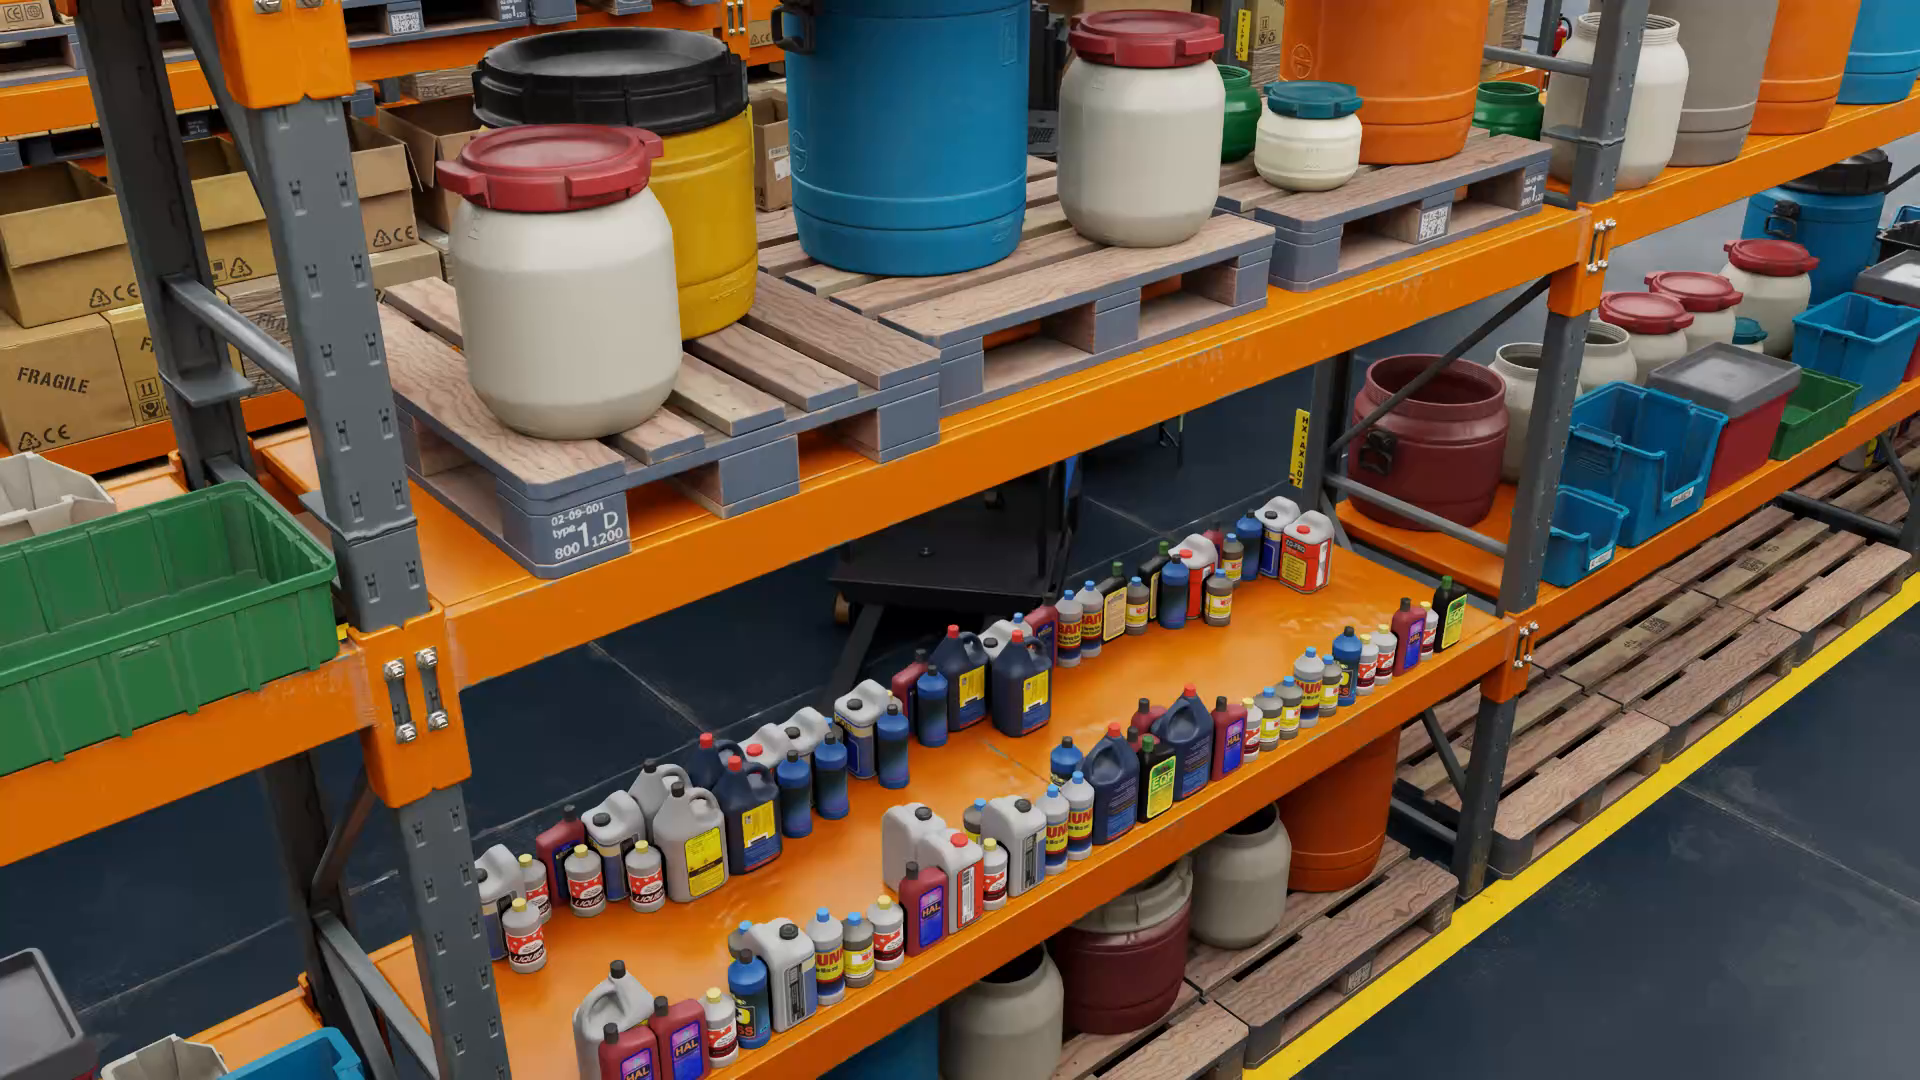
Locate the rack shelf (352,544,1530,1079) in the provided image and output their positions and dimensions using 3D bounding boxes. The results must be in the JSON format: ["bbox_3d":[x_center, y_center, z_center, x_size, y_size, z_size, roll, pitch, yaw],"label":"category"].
[{"bbox_3d":[0.193,0.843,5.254,4.000,0.370,1.077,-22,35,-35],"label":"rack shelf"}]

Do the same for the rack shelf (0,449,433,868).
[{"bbox_3d":[-2.850,0.743,2.258,4.000,0.370,1.077,-22,35,-35],"label":"rack shelf"}]

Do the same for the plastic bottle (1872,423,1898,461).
[{"bbox_3d":[5.322,-0.617,9.644,0.135,0.276,0.152,-22,35,-35],"label":"plastic bottle"}]

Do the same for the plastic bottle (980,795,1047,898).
[{"bbox_3d":[0.152,0.833,4.641,0.135,0.276,0.152,-22,35,-35],"label":"plastic bottle"}]

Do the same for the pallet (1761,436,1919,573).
[{"bbox_3d":[5.296,-0.271,9.533,1.213,0.211,1.003,-22,35,-35],"label":"pallet"}]

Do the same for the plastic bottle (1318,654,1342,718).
[{"bbox_3d":[1.187,0.466,5.406,0.097,0.201,0.097,0,28,0],"label":"plastic bottle"}]

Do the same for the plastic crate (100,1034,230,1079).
[{"bbox_3d":[-1.775,1.318,3.817,0.243,0.136,0.396,-22,35,-35],"label":"plastic crate"}]

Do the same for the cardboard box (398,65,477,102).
[{"bbox_3d":[-4.126,-3.757,12.991,0.500,0.500,0.500,-21,35,-34],"label":"cardboard box"}]

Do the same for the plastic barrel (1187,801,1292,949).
[{"bbox_3d":[0.982,1.186,6.042,0.421,0.512,0.421,0,28,0],"label":"plastic barrel"}]

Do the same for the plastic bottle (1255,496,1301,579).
[{"bbox_3d":[1.176,-0.015,6.228,0.135,0.276,0.152,-22,35,-35],"label":"plastic bottle"}]

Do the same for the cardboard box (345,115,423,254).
[{"bbox_3d":[-3.070,-1.725,8.126,0.637,0.503,0.797,-21,34,-33],"label":"cardboard box"}]

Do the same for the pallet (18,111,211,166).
[{"bbox_3d":[-6.122,-2.967,11.823,1.213,0.211,1.003,-22,35,-35],"label":"pallet"}]

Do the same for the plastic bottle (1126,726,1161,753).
[{"bbox_3d":[0.533,0.667,4.944,0.133,0.283,0.061,-22,35,-35],"label":"plastic bottle"}]

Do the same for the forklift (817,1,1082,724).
[{"bbox_3d":[-0.042,-0.966,7.948,1.130,2.935,3.031,5,28,8],"label":"forklift"}]

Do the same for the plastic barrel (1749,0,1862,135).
[{"bbox_3d":[2.978,-1.972,6.120,0.708,0.830,0.600,-22,35,-35],"label":"plastic barrel"}]

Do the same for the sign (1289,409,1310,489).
[{"bbox_3d":[1.352,-0.354,6.556,0.005,0.325,0.100,-22,35,-35],"label":"sign"}]

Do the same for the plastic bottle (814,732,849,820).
[{"bbox_3d":[-0.379,0.689,4.914,0.097,0.271,0.097,0,28,0],"label":"plastic bottle"}]

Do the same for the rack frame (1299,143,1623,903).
[{"bbox_3d":[1.715,-0.087,6.230,0.127,3.000,1.000,-22,35,-35],"label":"rack frame"}]

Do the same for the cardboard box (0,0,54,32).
[{"bbox_3d":[-4.108,-2.372,6.772,0.500,0.500,0.700,-21,35,-34],"label":"cardboard box"}]

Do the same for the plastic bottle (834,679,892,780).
[{"bbox_3d":[-0.298,0.577,5.119,0.135,0.276,0.152,-22,35,-35],"label":"plastic bottle"}]

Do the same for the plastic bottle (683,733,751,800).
[{"bbox_3d":[-0.701,0.704,4.803,0.185,0.351,0.144,-22,35,-35],"label":"plastic bottle"}]

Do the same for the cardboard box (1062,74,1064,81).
[{"bbox_3d":[0.284,-2.754,10.665,0.637,0.503,0.797,-18,33,-30],"label":"cardboard box"}]

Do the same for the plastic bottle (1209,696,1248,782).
[{"bbox_3d":[0.814,0.591,5.085,0.133,0.283,0.061,-22,35,-35],"label":"plastic bottle"}]

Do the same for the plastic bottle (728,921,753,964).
[{"bbox_3d":[-0.546,1.069,4.278,0.097,0.201,0.097,0,28,0],"label":"plastic bottle"}]

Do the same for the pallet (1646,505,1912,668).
[{"bbox_3d":[4.186,0.174,8.701,1.213,0.211,1.003,-22,35,-35],"label":"pallet"}]

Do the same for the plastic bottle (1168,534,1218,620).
[{"bbox_3d":[0.824,0.126,5.963,0.135,0.276,0.152,-22,35,-35],"label":"plastic bottle"}]

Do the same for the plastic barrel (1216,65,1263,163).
[{"bbox_3d":[0.759,-1.285,5.008,0.294,0.245,0.294,0,28,0],"label":"plastic barrel"}]

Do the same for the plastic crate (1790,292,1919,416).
[{"bbox_3d":[4.120,-0.854,7.683,0.575,0.384,0.392,-22,35,-35],"label":"plastic crate"}]

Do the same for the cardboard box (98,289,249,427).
[{"bbox_3d":[-3.649,-0.888,7.623,0.500,0.500,0.500,-22,35,-35],"label":"cardboard box"}]

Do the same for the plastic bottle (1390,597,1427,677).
[{"bbox_3d":[1.508,0.312,5.607,0.133,0.283,0.061,-22,35,-35],"label":"plastic bottle"}]

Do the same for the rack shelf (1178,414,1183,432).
[{"bbox_3d":[0.935,-0.867,9.973,0.720,0.370,0.431,-6,29,-11],"label":"rack shelf"}]

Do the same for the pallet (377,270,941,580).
[{"bbox_3d":[-0.795,-0.377,3.792,1.003,0.211,1.213,-22,35,-35],"label":"pallet"}]

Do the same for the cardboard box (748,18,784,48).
[{"bbox_3d":[-1.823,-4.684,14.727,0.500,0.500,0.500,-22,35,-35],"label":"cardboard box"}]

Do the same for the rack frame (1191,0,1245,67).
[{"bbox_3d":[1.543,-3.086,11.842,0.127,3.000,1.000,-22,35,-35],"label":"rack frame"}]

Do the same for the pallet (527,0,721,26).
[{"bbox_3d":[-1.955,-2.886,8.486,1.003,0.211,1.213,-20,34,-33],"label":"pallet"}]

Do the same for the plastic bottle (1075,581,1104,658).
[{"bbox_3d":[0.441,0.265,5.708,0.097,0.271,0.097,0,28,0],"label":"plastic bottle"}]

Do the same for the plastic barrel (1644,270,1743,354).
[{"bbox_3d":[3.329,-0.932,7.667,0.433,0.535,0.433,0,28,0],"label":"plastic barrel"}]

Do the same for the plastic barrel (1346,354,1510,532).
[{"bbox_3d":[1.871,-0.397,6.666,0.708,0.536,0.600,-22,35,-35],"label":"plastic barrel"}]

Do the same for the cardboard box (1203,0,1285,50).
[{"bbox_3d":[2.050,-3.749,11.600,0.500,0.500,0.500,-22,35,-35],"label":"cardboard box"}]

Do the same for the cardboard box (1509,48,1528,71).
[{"bbox_3d":[4.503,-4.038,13.890,0.250,0.149,0.380,-22,35,-35],"label":"cardboard box"}]

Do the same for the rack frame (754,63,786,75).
[{"bbox_3d":[-1.599,-4.896,15.228,0.127,3.000,1.000,-22,35,-35],"label":"rack frame"}]

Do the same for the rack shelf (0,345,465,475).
[{"bbox_3d":[-3.021,-0.933,8.577,4.000,0.370,1.077,-22,35,-35],"label":"rack shelf"}]

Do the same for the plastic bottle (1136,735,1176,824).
[{"bbox_3d":[0.572,0.689,4.903,0.133,0.283,0.061,-22,35,-35],"label":"plastic bottle"}]

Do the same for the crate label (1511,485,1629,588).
[{"bbox_3d":[2.279,-0.007,6.259,0.416,0.233,0.303,-22,35,-35],"label":"crate label"}]

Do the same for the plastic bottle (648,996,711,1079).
[{"bbox_3d":[-0.671,1.188,3.967,0.133,0.283,0.061,-22,35,-35],"label":"plastic bottle"}]

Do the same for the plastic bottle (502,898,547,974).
[{"bbox_3d":[-1.143,1.027,4.356,0.097,0.201,0.097,0,28,0],"label":"plastic bottle"}]

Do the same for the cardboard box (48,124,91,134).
[{"bbox_3d":[-6.097,-2.880,11.277,0.250,0.149,0.380,-23,36,-36],"label":"cardboard box"}]

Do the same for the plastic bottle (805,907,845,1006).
[{"bbox_3d":[-0.344,1.051,4.237,0.097,0.271,0.097,0,28,0],"label":"plastic bottle"}]

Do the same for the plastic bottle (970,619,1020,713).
[{"bbox_3d":[0.121,0.409,5.434,0.135,0.276,0.152,-22,35,-35],"label":"plastic bottle"}]

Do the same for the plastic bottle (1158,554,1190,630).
[{"bbox_3d":[0.757,0.176,5.875,0.097,0.271,0.097,0,28,0],"label":"plastic bottle"}]

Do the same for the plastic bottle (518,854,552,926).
[{"bbox_3d":[-1.168,0.943,4.514,0.097,0.201,0.097,0,28,0],"label":"plastic bottle"}]

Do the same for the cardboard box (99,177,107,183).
[{"bbox_3d":[-6.490,-2.500,12.156,0.500,0.250,0.500,-24,36,-37],"label":"cardboard box"}]

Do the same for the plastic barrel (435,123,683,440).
[{"bbox_3d":[-0.765,-0.502,3.235,0.433,0.535,0.433,0,28,0],"label":"plastic barrel"}]

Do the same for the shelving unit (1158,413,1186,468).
[{"bbox_3d":[0.935,-1.155,9.819,0.755,1.500,0.431,-6,29,-11],"label":"shelving unit"}]
